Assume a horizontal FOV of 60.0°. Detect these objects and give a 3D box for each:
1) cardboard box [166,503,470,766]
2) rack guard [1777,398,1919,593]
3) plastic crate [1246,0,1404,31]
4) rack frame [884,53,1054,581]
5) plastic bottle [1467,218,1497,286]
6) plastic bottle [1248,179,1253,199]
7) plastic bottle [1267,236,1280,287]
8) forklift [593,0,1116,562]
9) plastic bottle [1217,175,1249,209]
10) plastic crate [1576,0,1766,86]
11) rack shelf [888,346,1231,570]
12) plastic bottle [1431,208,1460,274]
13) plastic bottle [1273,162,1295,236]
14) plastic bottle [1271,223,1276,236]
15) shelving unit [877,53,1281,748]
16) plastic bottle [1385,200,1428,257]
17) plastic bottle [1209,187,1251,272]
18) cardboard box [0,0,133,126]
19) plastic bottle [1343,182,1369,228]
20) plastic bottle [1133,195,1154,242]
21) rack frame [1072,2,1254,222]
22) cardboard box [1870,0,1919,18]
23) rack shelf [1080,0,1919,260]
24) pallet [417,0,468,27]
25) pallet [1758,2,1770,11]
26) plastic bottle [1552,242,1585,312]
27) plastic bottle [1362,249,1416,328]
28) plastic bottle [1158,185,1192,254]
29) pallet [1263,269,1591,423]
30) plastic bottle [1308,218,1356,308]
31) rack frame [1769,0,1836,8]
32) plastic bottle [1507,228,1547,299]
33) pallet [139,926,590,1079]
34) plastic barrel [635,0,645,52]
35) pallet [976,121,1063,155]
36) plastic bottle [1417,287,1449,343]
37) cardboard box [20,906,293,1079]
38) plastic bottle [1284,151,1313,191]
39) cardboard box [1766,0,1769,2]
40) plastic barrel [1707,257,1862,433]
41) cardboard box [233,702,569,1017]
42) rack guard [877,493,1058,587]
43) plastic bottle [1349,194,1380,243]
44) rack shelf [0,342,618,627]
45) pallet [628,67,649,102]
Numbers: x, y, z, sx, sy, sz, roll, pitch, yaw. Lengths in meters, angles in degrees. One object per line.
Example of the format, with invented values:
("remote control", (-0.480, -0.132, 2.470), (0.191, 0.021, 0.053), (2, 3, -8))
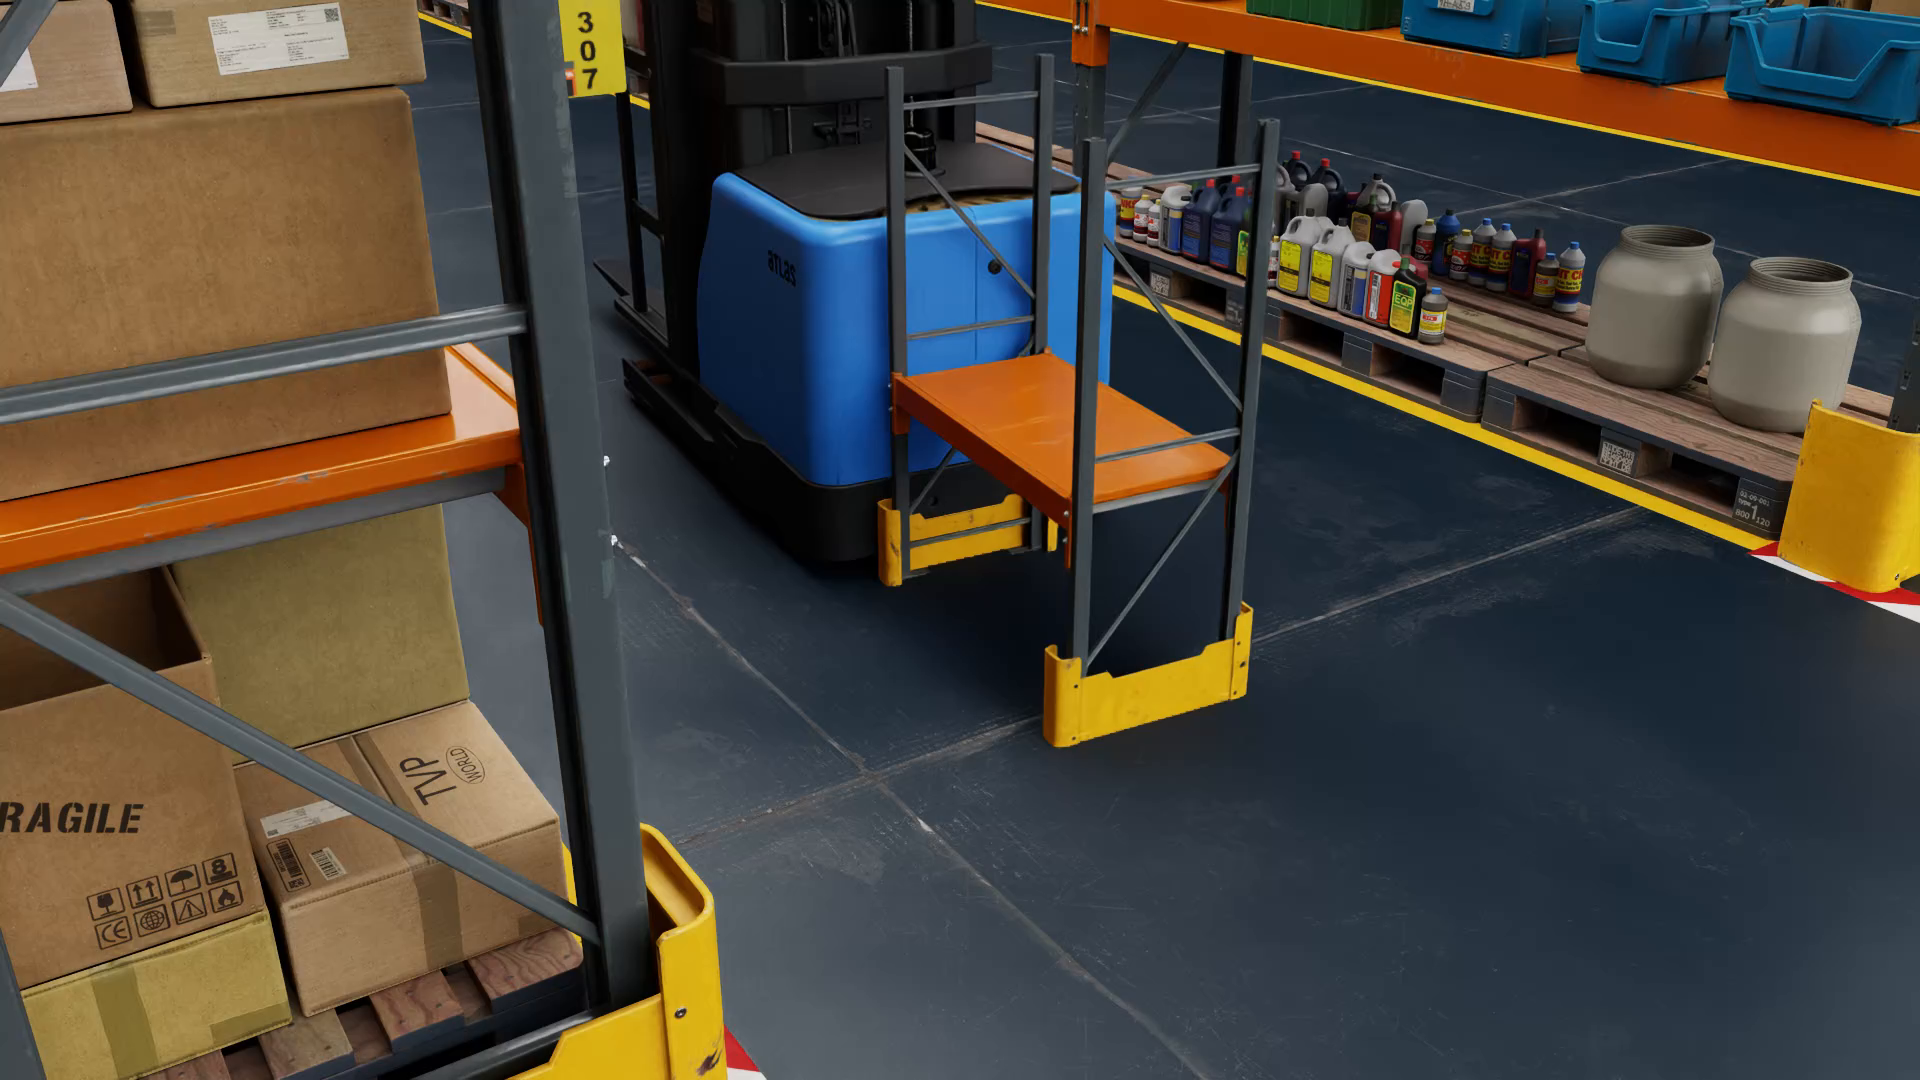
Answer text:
("cardboard box", (-1.364, 0.075, 3.427), (0.500, 0.500, 0.500), (-16, 29, -30))
("rack guard", (3.088, -0.256, 5.206), (1.175, 0.500, 0.348), (-16, 29, -30))
("plastic crate", (1.490, -2.154, 6.547), (0.450, 0.188, 0.662), (-16, 29, -30))
("rack frame", (0.029, -0.608, 4.780), (0.500, 1.500, 0.032), (-12, 28, -24))
("plastic bottle", (2.198, -1.215, 6.990), (0.097, 0.271, 0.097), (0, 25, 0))
("plastic bottle", (1.444, -1.677, 8.052), (0.097, 0.201, 0.097), (0, 25, 0))
("plastic bottle", (1.316, -1.175, 6.987), (0.097, 0.201, 0.097), (0, 25, 0))
("forklift", (-0.635, -1.857, 5.750), (1.130, 2.935, 3.031), (-12, 28, -24))
("plastic bottle", (1.199, -1.450, 7.395), (0.144, 0.351, 0.185), (-16, 29, -30))
("plastic crate", (2.295, -1.646, 5.397), (0.499, 0.251, 0.408), (-16, 29, -30))
("rack shelf", (0.260, -0.252, 4.447), (0.538, 0.185, 1.000), (-12, 28, -24))
("plastic bottle", (2.088, -1.287, 7.144), (0.097, 0.271, 0.097), (0, 25, 0))
("plastic bottle", (1.457, -1.605, 7.724), (0.144, 0.351, 0.185), (-16, 29, -30))
("plastic bottle", (1.293, -1.269, 7.105), (0.097, 0.271, 0.097), (0, 25, 0))
("shelving unit", (0.256, -0.418, 4.378), (0.587, 1.500, 1.083), (-12, 28, -24))
("plastic bottle", (1.945, -1.362, 7.296), (0.152, 0.276, 0.135), (-15, 29, -29))
("plastic bottle", (1.181, -1.349, 7.181), (0.144, 0.351, 0.185), (-17, 30, -32))
("cardboard box", (-1.352, -0.648, 2.232), (0.380, 0.149, 0.250), (-16, 30, -30))
("plastic bottle", (1.807, -1.491, 7.561), (0.061, 0.283, 0.133), (-13, 28, -26))
("plastic bottle", (0.847, -1.482, 7.638), (0.097, 0.201, 0.097), (0, 25, 0))
("rack frame", (0.985, -2.801, 7.669), (1.000, 3.000, 0.127), (-16, 29, -30))
("cardboard box", (8.408, -4.794, 14.035), (1.050, 0.750, 0.750), (-16, 29, -30))
("rack shelf", (2.077, -1.760, 6.307), (1.077, 0.370, 4.000), (-16, 29, -30))
("pallet", (-4.486, -5.092, 15.789), (1.003, 0.211, 1.213), (-16, 29, -30))
("pallet", (7.530, -4.945, 15.478), (1.003, 0.211, 1.213), (-16, 29, -30))
("plastic bottle", (2.440, -1.056, 6.655), (0.097, 0.271, 0.097), (0, 25, 0))
("plastic bottle", (1.684, -0.989, 6.506), (0.152, 0.276, 0.135), (-15, 29, -29))
("plastic bottle", (0.991, -1.443, 7.467), (0.152, 0.276, 0.135), (-14, 29, -28))
("pallet", (1.987, -0.853, 6.810), (1.003, 0.211, 1.213), (-16, 29, -30))
("plastic bottle", (1.515, -1.130, 6.718), (0.144, 0.351, 0.185), (-14, 29, -27))
("rack frame", (5.135, -3.955, 10.114), (1.000, 3.000, 0.127), (-16, 29, -30))
("plastic bottle", (2.332, -1.147, 6.833), (0.061, 0.283, 0.133), (-15, 29, -29))
("pallet", (-1.436, 0.780, 3.350), (1.003, 0.211, 1.213), (-16, 29, -30))
("plastic barrel", (-2.096, -3.906, 12.343), (0.600, 0.588, 0.708), (-16, 29, -30))
("pallet", (-0.146, -2.248, 9.766), (1.003, 0.211, 1.213), (-16, 29, -30))
("plastic bottle", (1.799, -0.858, 6.317), (0.097, 0.201, 0.097), (0, 25, 0))
("cardboard box", (-1.524, 0.714, 2.954), (0.500, 0.250, 0.500), (-16, 29, -30))
("plastic bottle", (1.578, -1.639, 7.795), (0.144, 0.351, 0.185), (-16, 30, -31))
("cardboard box", (7.419, -5.439, 15.402), (1.050, 0.750, 0.750), (-16, 30, -30))
("plastic barrel", (2.746, -0.653, 5.541), (0.421, 0.512, 0.421), (0, 25, 0))
("cardboard box", (-1.090, 0.593, 3.210), (0.500, 0.250, 0.500), (-16, 29, -30))
("rack guard", (0.029, -0.042, 5.046), (0.587, 0.250, 0.087), (-12, 28, -24))
("plastic bottle", (1.787, -1.391, 7.349), (0.061, 0.283, 0.133), (-16, 29, -30))
("rack shelf", (-2.075, -0.607, 3.865), (1.077, 0.370, 4.000), (-16, 29, -30))
("pallet", (-1.664, -3.243, 11.872), (1.003, 0.211, 1.213), (-16, 29, -30))
